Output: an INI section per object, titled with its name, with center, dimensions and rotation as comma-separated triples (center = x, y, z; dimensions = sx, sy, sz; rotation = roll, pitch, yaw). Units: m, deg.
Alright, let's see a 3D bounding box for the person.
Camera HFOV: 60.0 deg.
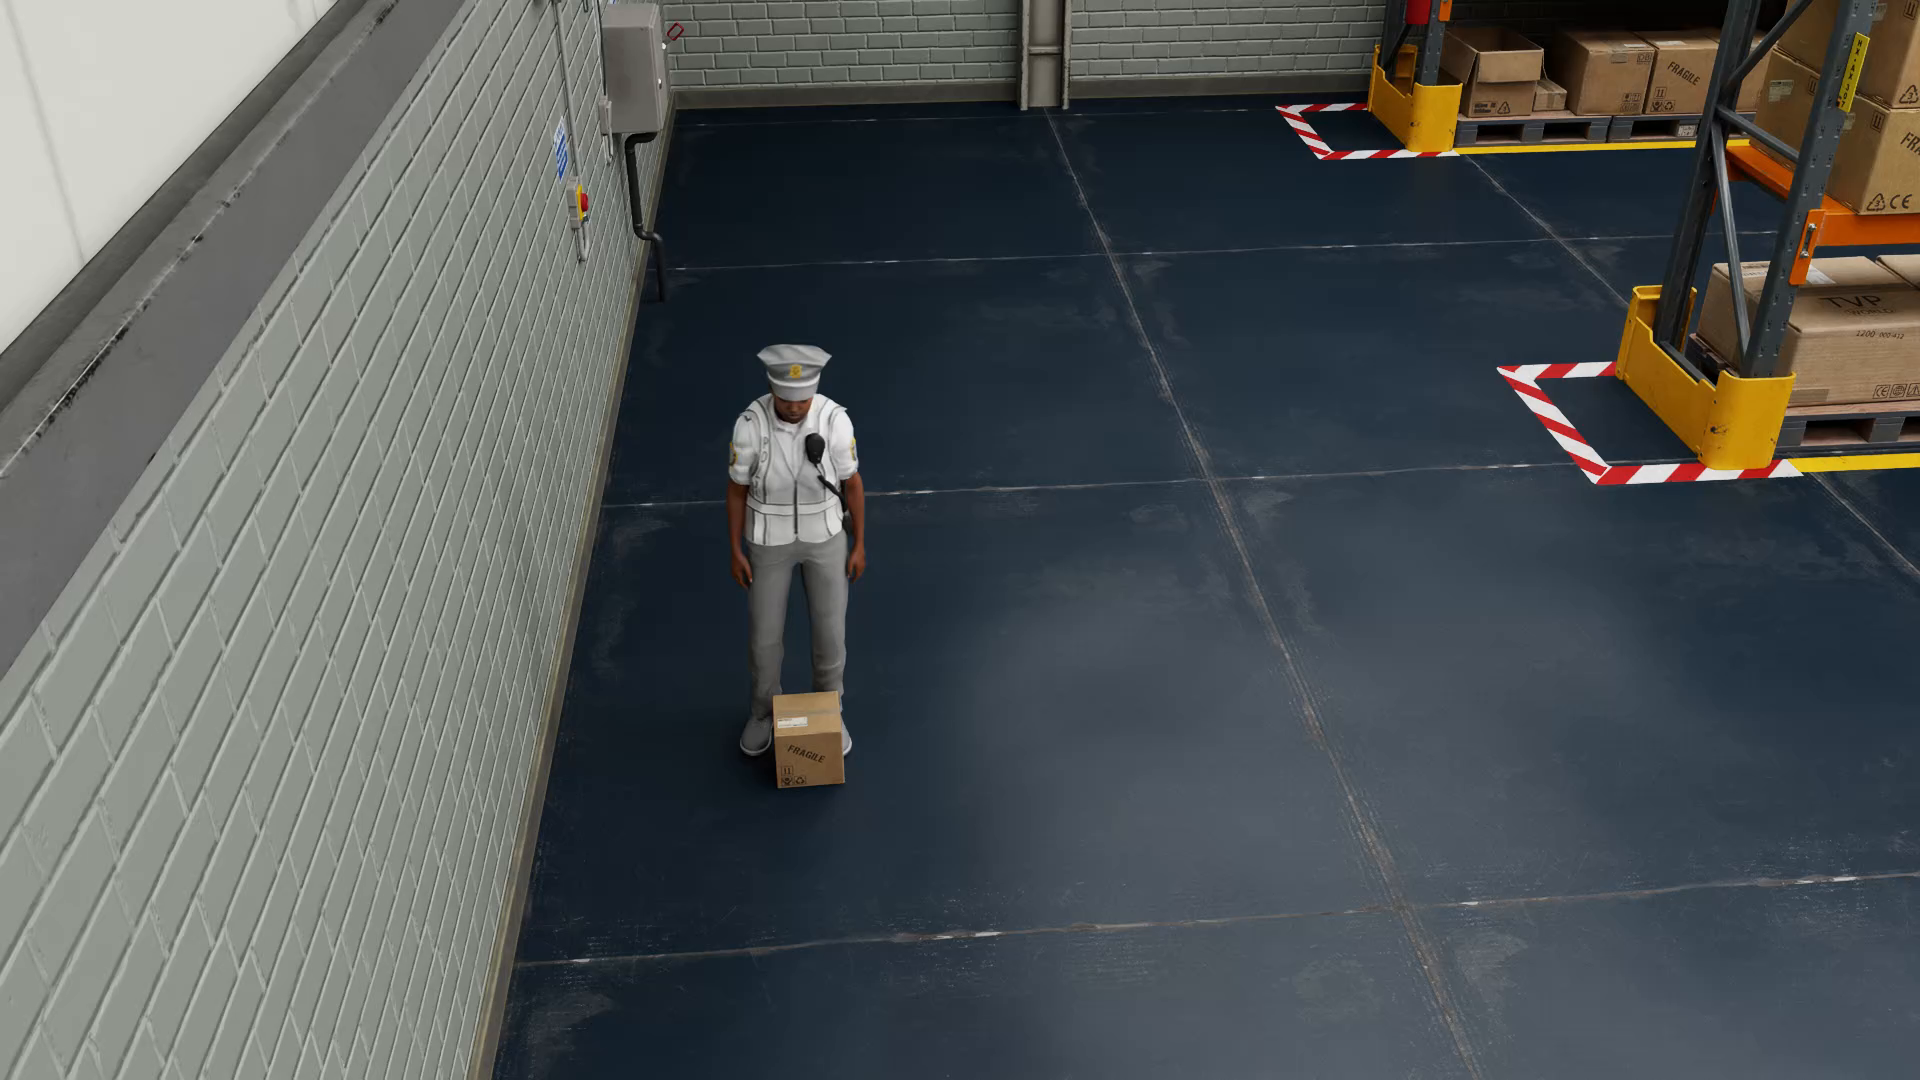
[person]
center = -0.600, 0.035, 6.078
dimensions = 0.517, 1.657, 0.417
rotation = -3, 31, -5
